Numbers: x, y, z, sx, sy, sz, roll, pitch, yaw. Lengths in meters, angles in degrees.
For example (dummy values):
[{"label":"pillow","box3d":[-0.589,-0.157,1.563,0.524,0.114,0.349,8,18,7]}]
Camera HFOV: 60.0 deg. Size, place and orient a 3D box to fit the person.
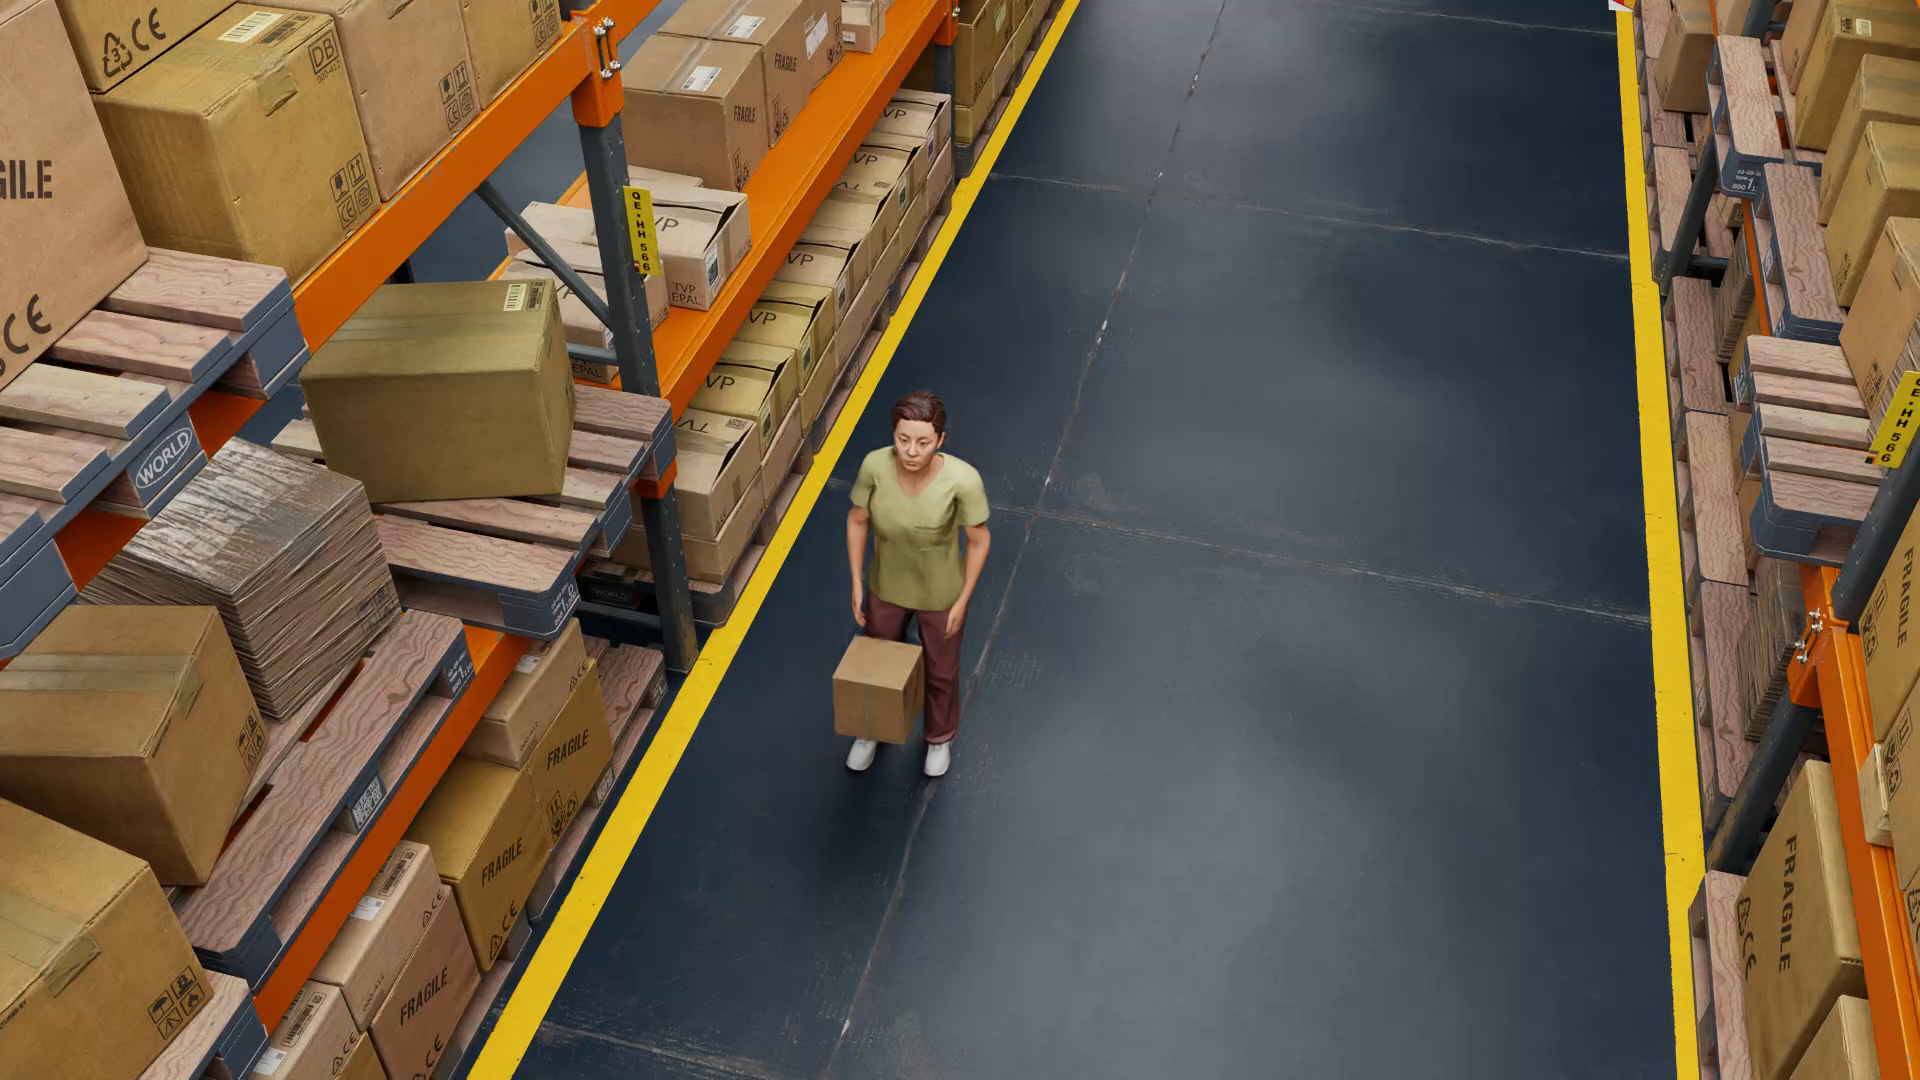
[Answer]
[{"label":"person","box3d":[-0.155,0.189,5.941,0.519,1.675,0.394,10,42,12]}]
